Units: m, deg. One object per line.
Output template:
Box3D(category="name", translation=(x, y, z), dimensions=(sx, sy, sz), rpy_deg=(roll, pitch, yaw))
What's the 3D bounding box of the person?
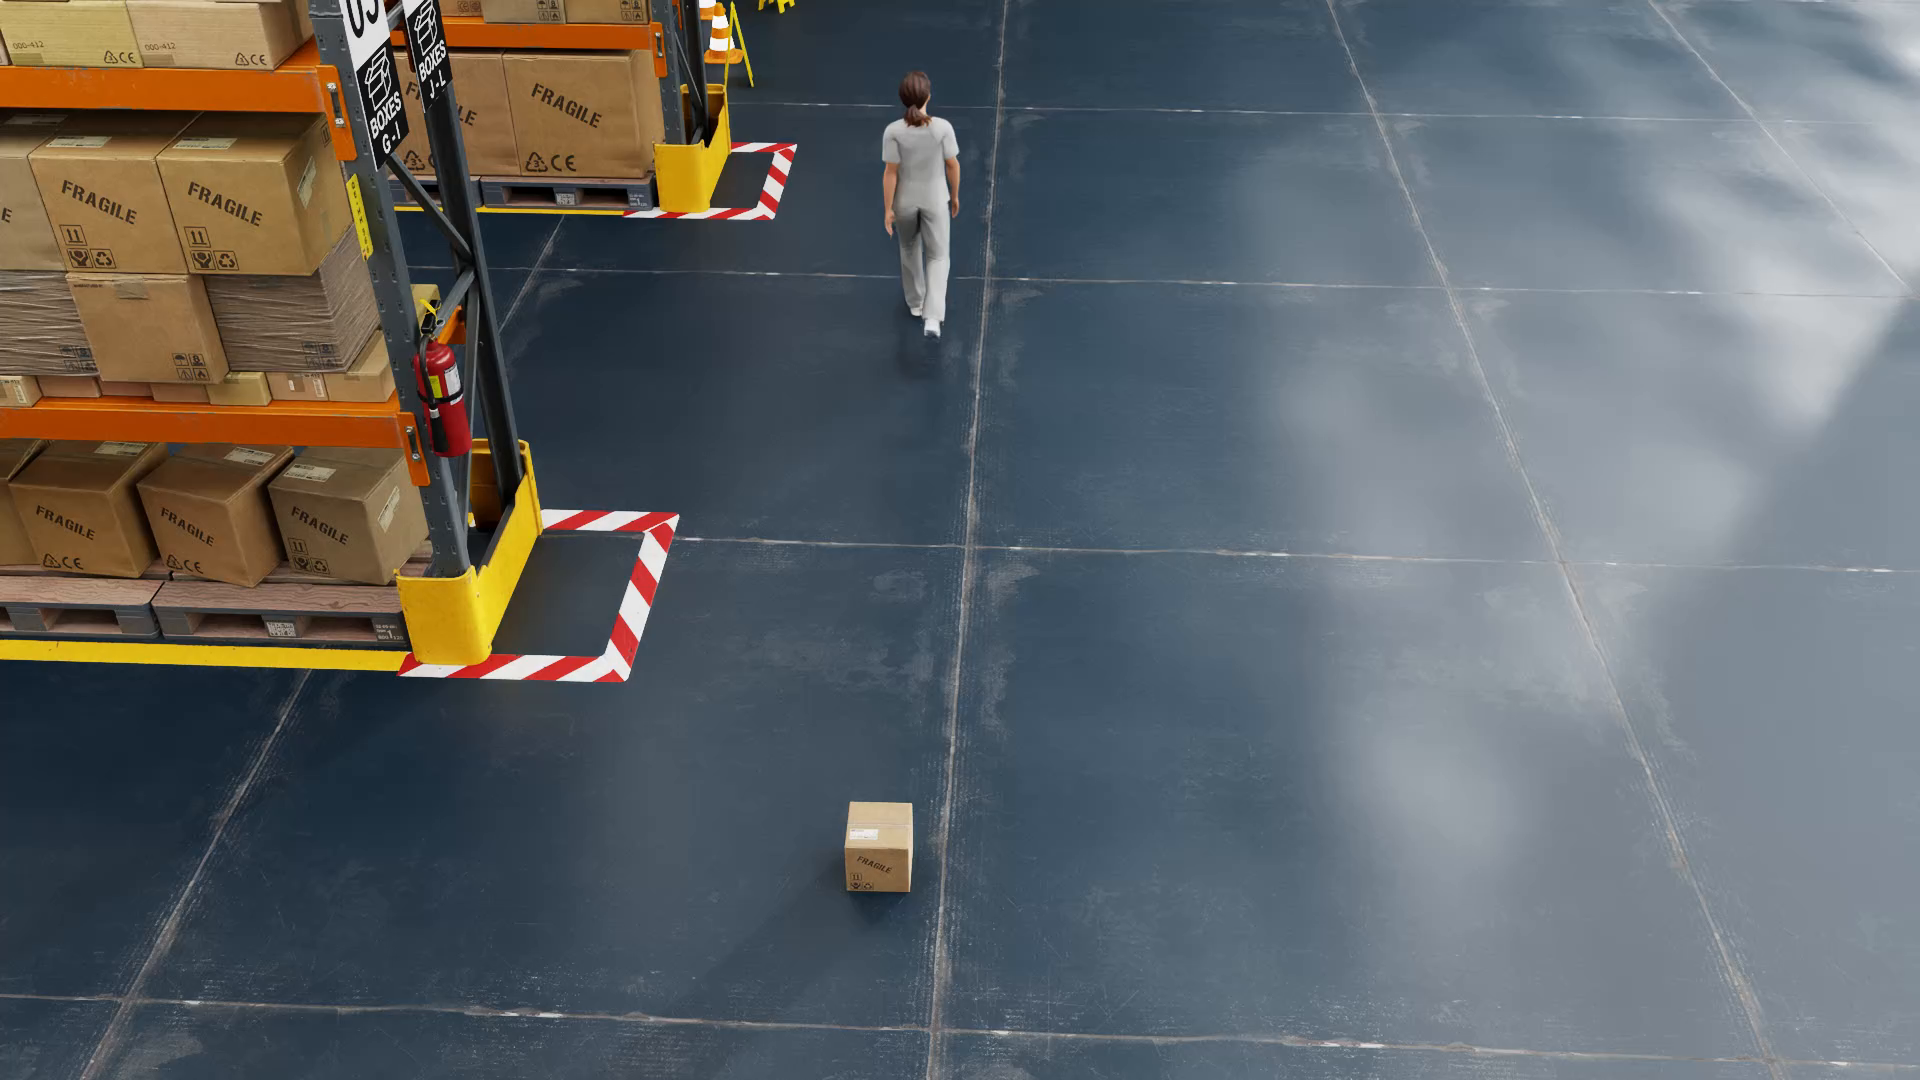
Box3D(category="person", translation=(-0.226, -1.983, 9.857), dimensions=(0.451, 1.639, 0.898), rpy_deg=(-1, 36, -1))
